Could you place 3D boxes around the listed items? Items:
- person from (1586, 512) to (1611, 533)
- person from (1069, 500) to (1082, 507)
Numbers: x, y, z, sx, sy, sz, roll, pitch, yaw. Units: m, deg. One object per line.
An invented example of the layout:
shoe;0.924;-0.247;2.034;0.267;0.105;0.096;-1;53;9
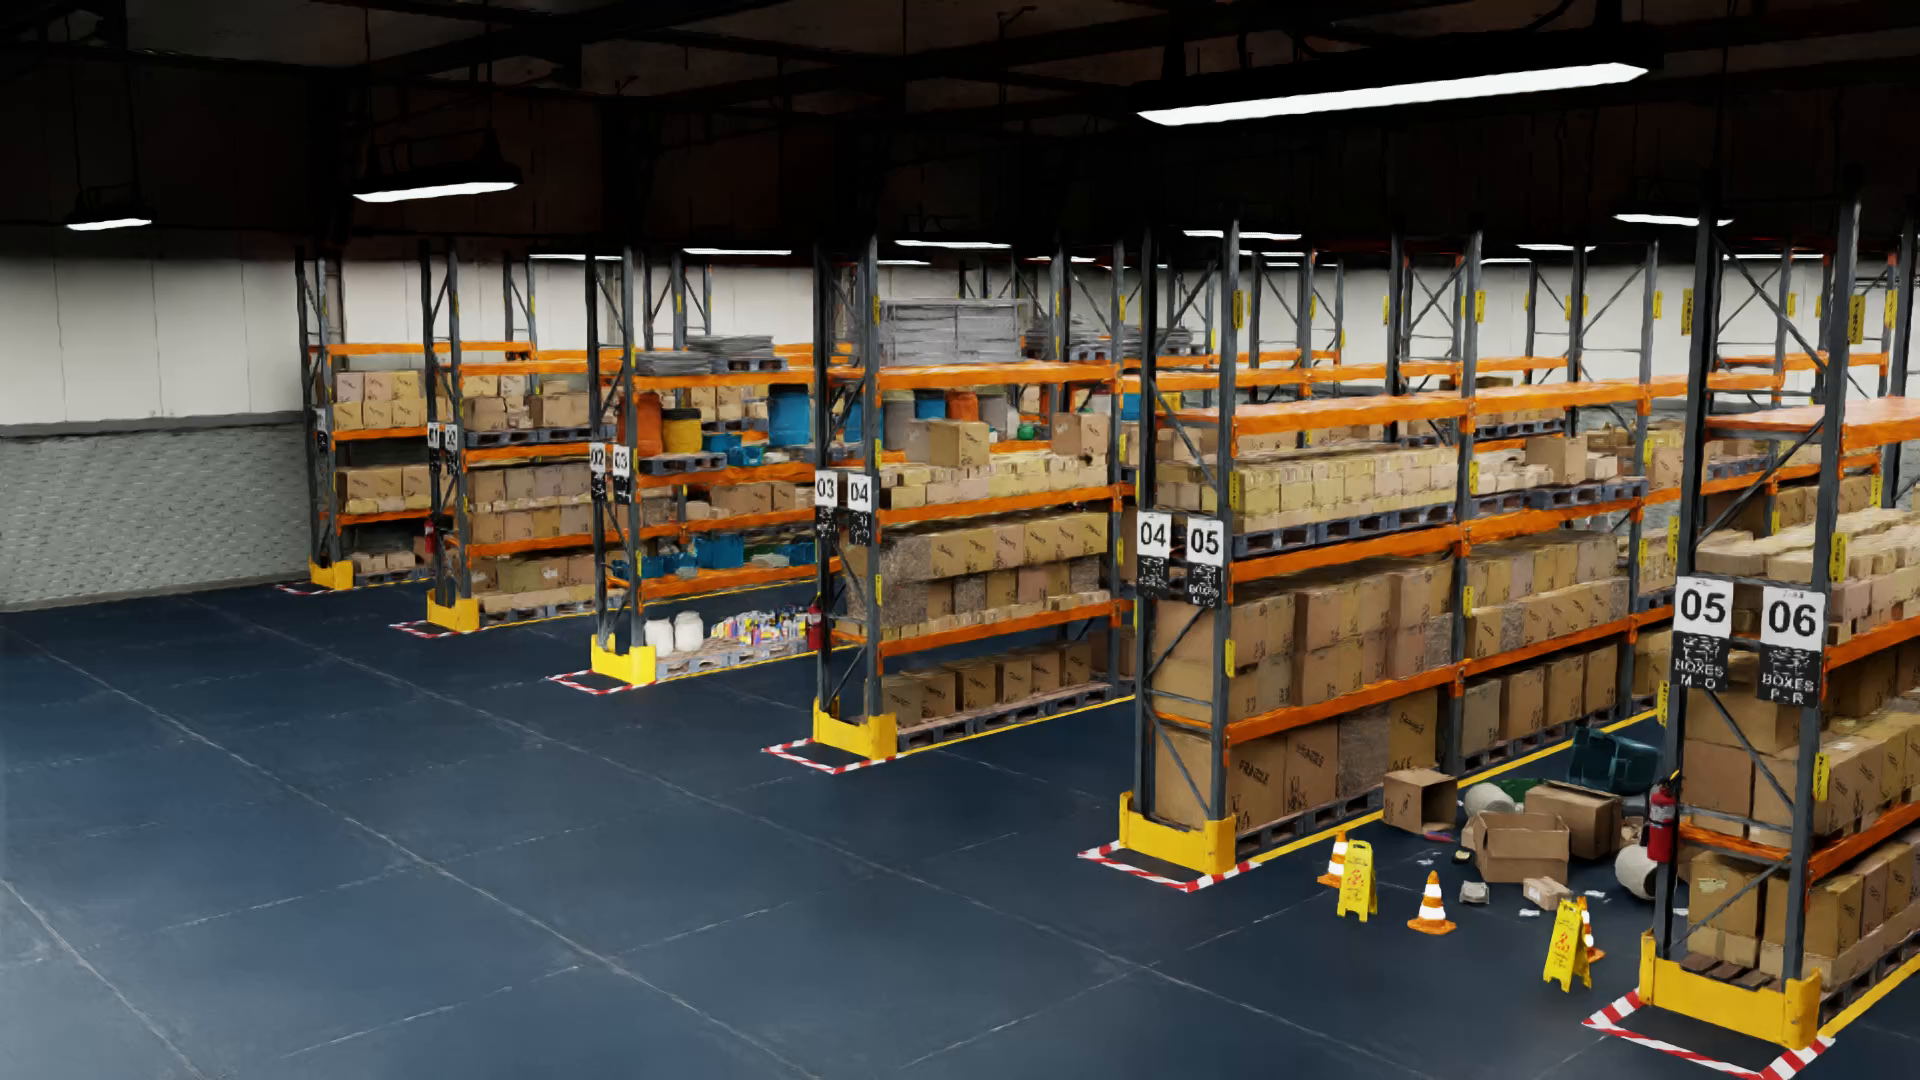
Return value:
person;12.016;-0.178;31.297;0.453;1.533;0.881;4;9;23
person;2.333;-0.622;33.687;1.031;1.712;0.554;-8;12;-43
